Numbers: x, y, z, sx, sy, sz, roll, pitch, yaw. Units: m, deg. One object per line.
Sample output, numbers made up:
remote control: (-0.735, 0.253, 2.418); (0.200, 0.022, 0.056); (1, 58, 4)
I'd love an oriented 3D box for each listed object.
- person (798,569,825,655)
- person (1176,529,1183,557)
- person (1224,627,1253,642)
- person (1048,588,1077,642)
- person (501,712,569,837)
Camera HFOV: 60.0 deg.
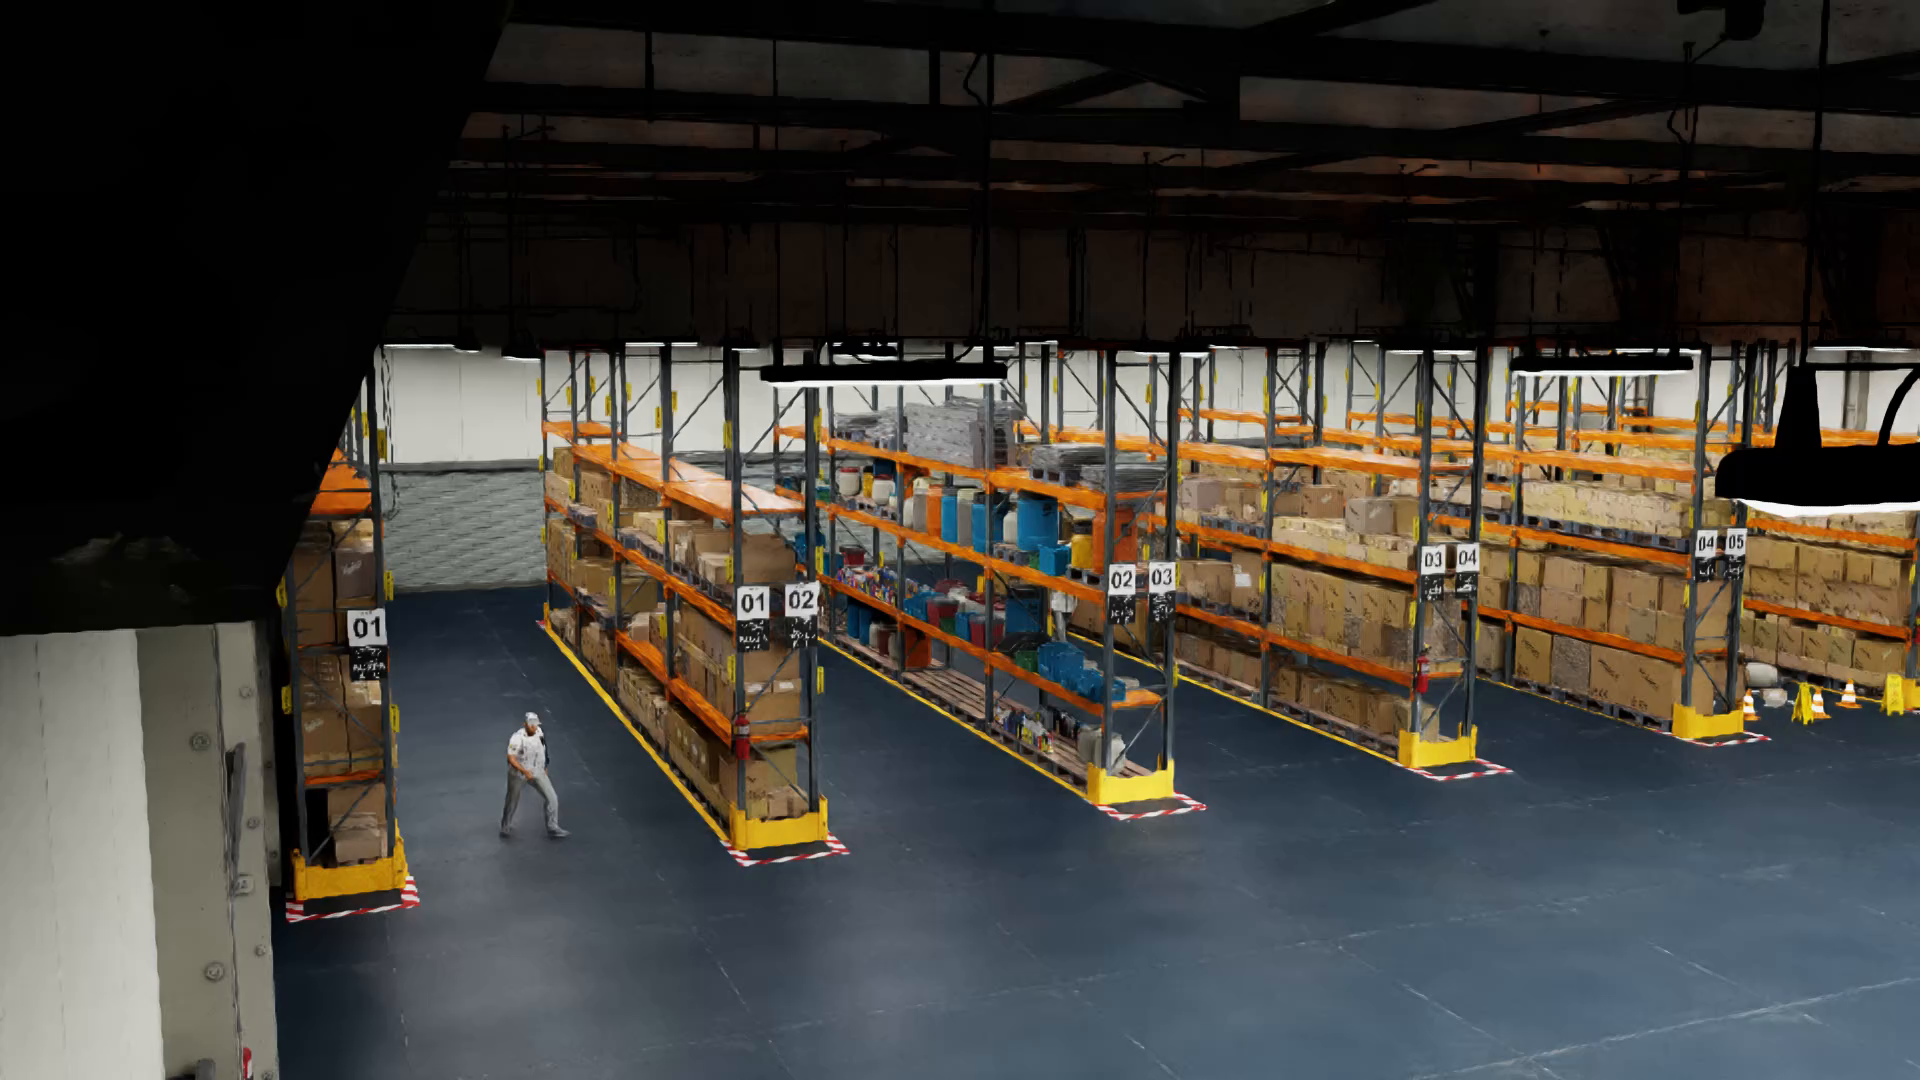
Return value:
person: (-2.906, 1.366, 31.669); (0.702, 1.734, 0.541); (-3, 8, -23)
person: (4.929, 0.527, 38.198); (0.555, 1.664, 0.586); (0, 7, 3)
person: (5.400, 1.251, 32.919); (0.448, 1.590, 1.109); (-3, 8, -19)
person: (2.014, 1.314, 32.065); (0.543, 1.700, 1.119); (-3, 8, -23)
person: (-5.317, 2.873, 20.530); (0.660, 1.596, 0.811); (-6, 10, -40)
